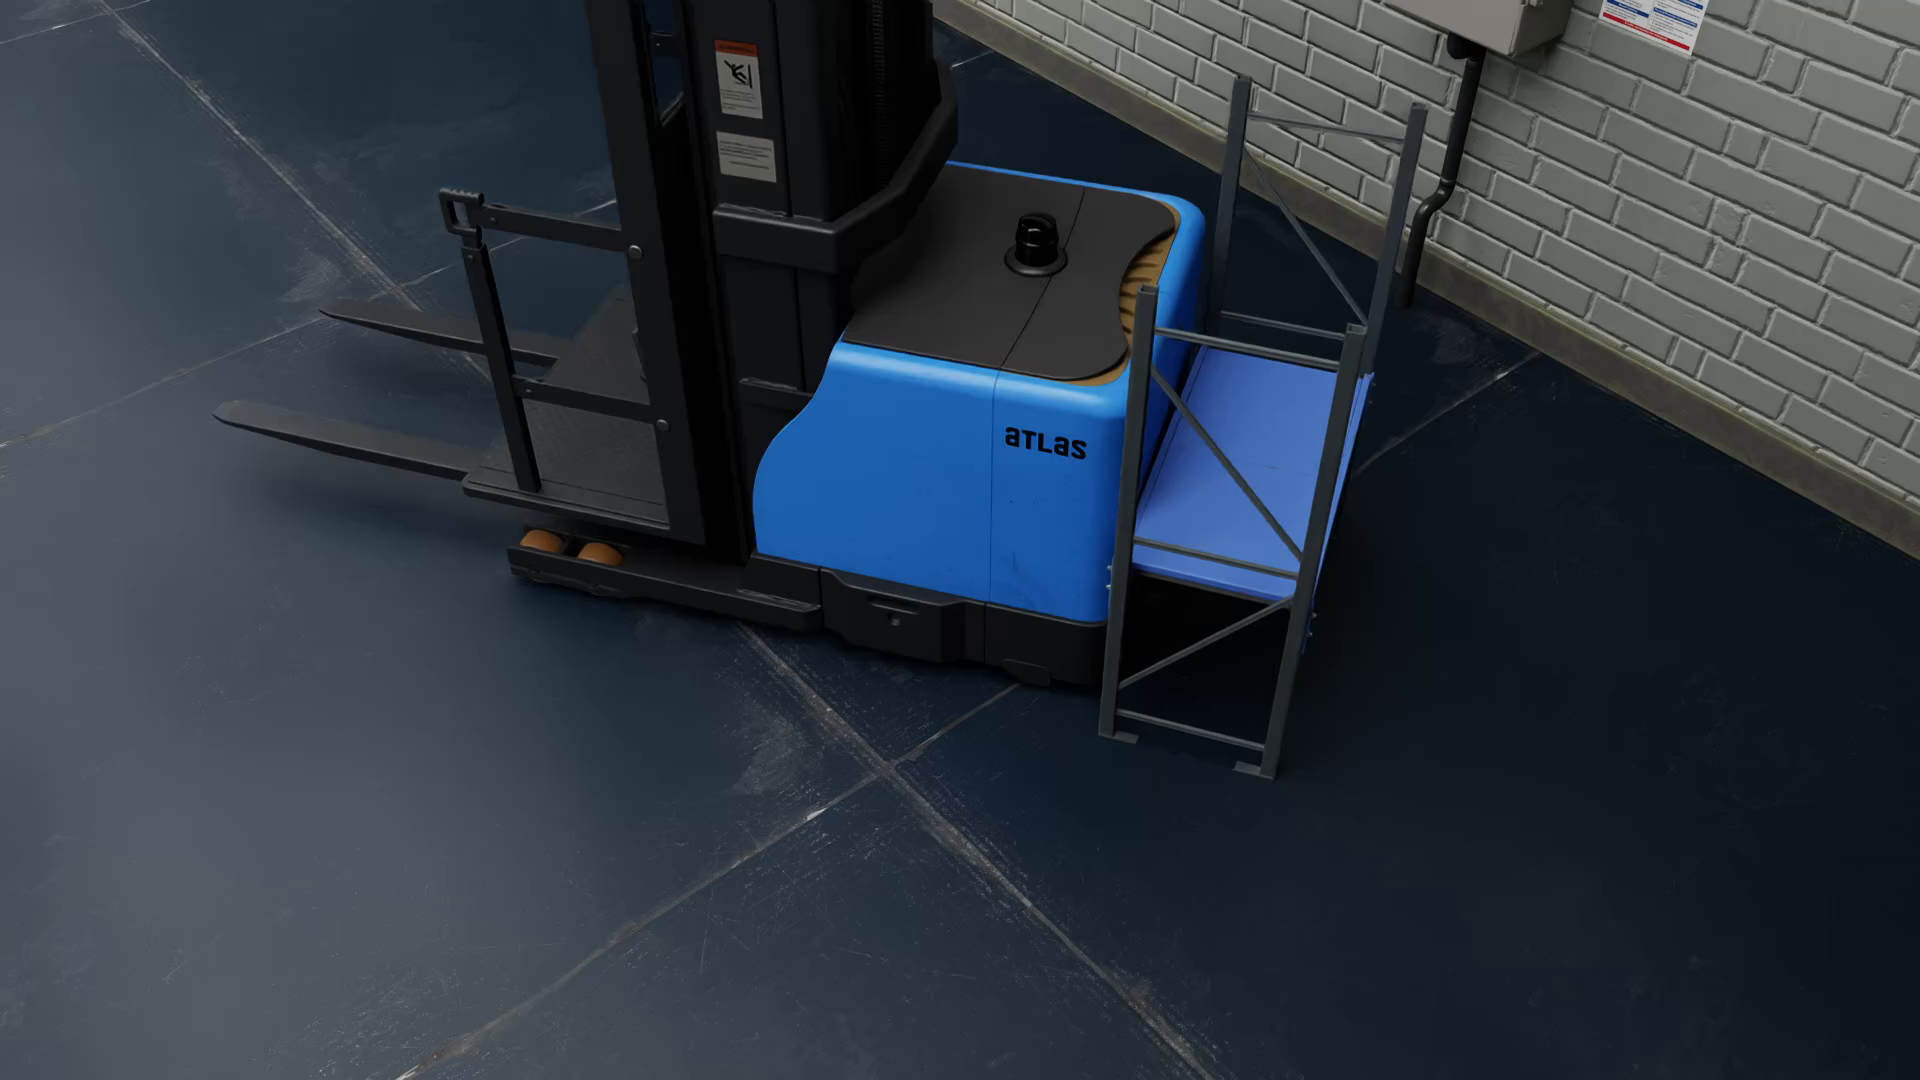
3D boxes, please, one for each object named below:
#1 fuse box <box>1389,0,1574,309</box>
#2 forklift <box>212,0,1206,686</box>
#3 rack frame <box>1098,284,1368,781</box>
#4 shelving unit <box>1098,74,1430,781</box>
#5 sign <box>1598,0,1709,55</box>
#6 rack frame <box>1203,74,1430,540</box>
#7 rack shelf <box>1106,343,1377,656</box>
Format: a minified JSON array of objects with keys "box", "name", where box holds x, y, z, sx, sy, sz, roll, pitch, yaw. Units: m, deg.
[{"box":[1.642,-1.472,5.568,0.414,1.711,0.539,-30,51,-28],"name":"fuse box"},{"box":[-0.866,-1.230,4.419,3.031,2.935,1.130,12,44,12],"name":"forklift"},{"box":[0.628,0.047,4.104,0.500,1.500,0.032,13,45,14],"name":"rack frame"},{"box":[0.792,-0.282,4.455,0.538,1.500,1.048,13,45,14],"name":"shelving unit"},{"box":[2.117,-1.739,4.980,0.001,0.494,0.329,-30,51,-28],"name":"sign"},{"box":[0.957,-0.611,4.805,0.500,1.500,0.032,13,45,14],"name":"rack frame"},{"box":[0.792,-0.151,4.578,0.538,0.185,1.000,13,45,14],"name":"rack shelf"}]
